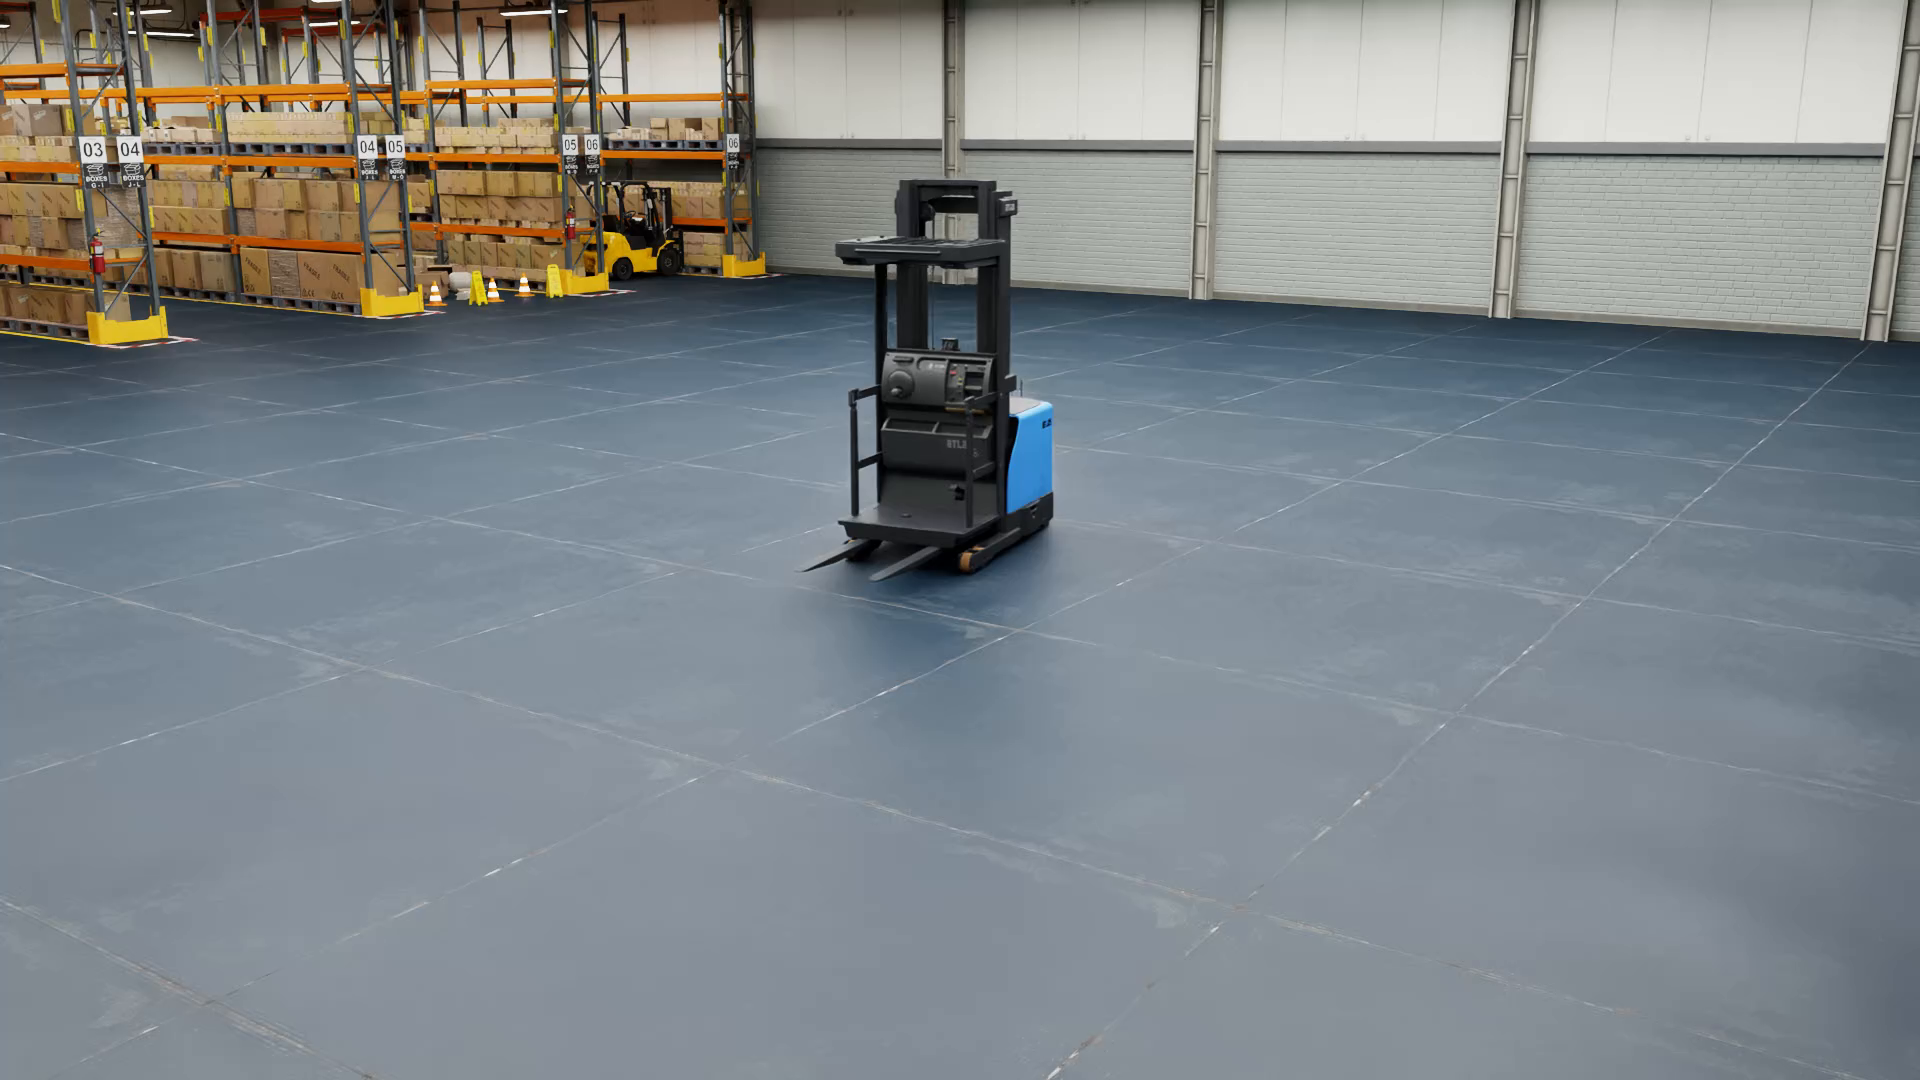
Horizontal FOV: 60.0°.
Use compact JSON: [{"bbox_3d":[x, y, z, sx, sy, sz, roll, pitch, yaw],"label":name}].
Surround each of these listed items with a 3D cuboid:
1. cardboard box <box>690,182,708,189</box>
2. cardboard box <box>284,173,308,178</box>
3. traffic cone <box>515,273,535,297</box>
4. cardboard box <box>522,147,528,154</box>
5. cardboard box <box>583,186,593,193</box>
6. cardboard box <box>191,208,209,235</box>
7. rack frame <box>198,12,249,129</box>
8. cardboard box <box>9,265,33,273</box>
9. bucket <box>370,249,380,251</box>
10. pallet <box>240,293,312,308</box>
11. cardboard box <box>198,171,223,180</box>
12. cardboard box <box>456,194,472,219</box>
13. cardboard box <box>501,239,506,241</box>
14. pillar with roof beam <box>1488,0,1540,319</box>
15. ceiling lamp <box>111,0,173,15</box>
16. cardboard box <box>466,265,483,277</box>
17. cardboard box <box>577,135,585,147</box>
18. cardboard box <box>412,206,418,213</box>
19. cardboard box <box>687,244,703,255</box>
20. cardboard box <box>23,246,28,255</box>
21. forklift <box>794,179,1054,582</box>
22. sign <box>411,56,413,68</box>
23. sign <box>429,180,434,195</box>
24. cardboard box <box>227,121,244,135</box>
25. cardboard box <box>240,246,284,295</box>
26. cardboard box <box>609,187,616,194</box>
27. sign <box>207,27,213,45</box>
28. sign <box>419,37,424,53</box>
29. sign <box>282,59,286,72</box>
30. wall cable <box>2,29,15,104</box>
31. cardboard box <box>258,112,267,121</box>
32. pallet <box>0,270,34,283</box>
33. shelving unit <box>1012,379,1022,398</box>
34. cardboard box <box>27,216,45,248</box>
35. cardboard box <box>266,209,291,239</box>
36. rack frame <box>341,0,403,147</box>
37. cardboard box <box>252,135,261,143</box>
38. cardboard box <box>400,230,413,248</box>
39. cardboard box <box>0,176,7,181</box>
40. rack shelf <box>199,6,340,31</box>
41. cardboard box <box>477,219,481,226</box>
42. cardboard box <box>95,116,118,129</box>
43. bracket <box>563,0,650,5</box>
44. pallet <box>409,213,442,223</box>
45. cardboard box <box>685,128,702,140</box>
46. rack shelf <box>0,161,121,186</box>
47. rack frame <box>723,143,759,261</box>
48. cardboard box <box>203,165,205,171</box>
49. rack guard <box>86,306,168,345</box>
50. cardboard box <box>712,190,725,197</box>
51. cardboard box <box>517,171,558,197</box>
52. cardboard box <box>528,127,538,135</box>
[{"bbox_3d":[-6.078,-8.255,38.749,0.250,0.149,0.380,9,17,33],"label":"cardboard box"},{"bbox_3d":[-15.454,-8.337,38.970,0.500,0.500,0.500,10,17,34],"label":"cardboard box"},{"bbox_3d":[-8.888,-5.215,33.926,0.334,0.463,0.336,9,17,33],"label":"traffic cone"},{"bbox_3d":[-8.862,-8.088,34.536,0.250,0.149,0.380,9,17,33],"label":"cardboard box"},{"bbox_3d":[-8.994,-8.568,40.636,0.250,0.149,0.380,9,16,32],"label":"cardboard box"},{"bbox_3d":[-14.810,-6.315,32.882,0.500,0.500,0.500,9,17,32],"label":"cardboard box"},{"bbox_3d":[-17.768,-11.167,40.208,0.127,3.000,1.000,9,17,33],"label":"rack frame"},{"bbox_3d":[-20.962,-6.059,37.117,0.250,0.149,0.380,9,17,34],"label":"cardboard box"},{"bbox_3d":[-12.409,-5.772,34.547,0.726,0.611,0.620,-10,7,-35],"label":"bucket"},{"bbox_3d":[-13.221,-4.710,32.413,1.213,0.211,1.003,9,17,33],"label":"pallet"},{"bbox_3d":[-18.314,-8.797,40.829,0.500,0.500,0.500,9,17,32],"label":"cardboard box"},{"bbox_3d":[-10.491,-7.198,35.831,0.500,0.500,0.500,9,17,33],"label":"cardboard box"},{"bbox_3d":[-10.066,-6.322,36.406,0.500,0.500,0.500,10,17,34],"label":"cardboard box"},{"bbox_3d":[7.415,-7.549,25.591,0.400,9.000,9.100,9,17,33],"label":"pillar with roof beam"},{"bbox_3d":[-18.295,-13.453,37.295,2.000,3.185,0.800,9,17,33],"label":"ceiling lamp"},{"bbox_3d":[-10.342,-5.849,36.057,0.500,0.250,0.500,10,17,36],"label":"cardboard box"},{"bbox_3d":[-8.079,-8.294,34.536,0.500,0.250,0.500,9,16,32],"label":"cardboard box"},{"bbox_3d":[-11.920,-7.317,36.788,0.250,0.149,0.380,9,16,31],"label":"cardboard box"},{"bbox_3d":[-6.032,-6.820,38.940,0.500,0.250,0.500,9,17,32],"label":"cardboard box"},{"bbox_3d":[-15.165,-4.773,27.383,0.250,0.149,0.380,9,17,33],"label":"cardboard box"},{"bbox_3d":[-0.268,-1.281,12.899,1.130,2.935,3.031,6,15,24],"label":"forklift"},{"bbox_3d":[-14.696,-12.799,44.526,0.005,0.325,0.100,9,17,33],"label":"sign"},{"bbox_3d":[-11.437,-7.633,36.006,0.005,0.325,0.100,9,17,33],"label":"sign"},{"bbox_3d":[-13.559,-7.840,31.622,0.500,0.250,0.500,9,17,33],"label":"cardboard box"},{"bbox_3d":[-13.326,-5.256,32.360,0.875,0.875,0.875,9,17,34],"label":"cardboard box"},{"bbox_3d":[-8.245,-8.441,40.120,0.250,0.149,0.380,9,16,32],"label":"cardboard box"},{"bbox_3d":[-14.102,-9.476,31.266,0.005,0.325,0.100,9,17,33],"label":"sign"},{"bbox_3d":[-11.435,-10.513,35.292,0.005,0.325,0.100,9,17,33],"label":"sign"},{"bbox_3d":[-18.623,-13.077,45.816,0.005,0.325,0.100,9,17,33],"label":"sign"},{"bbox_3d":[-25.964,-12.410,45.229,0.029,3.000,0.463,9,17,33],"label":"wall cable"},{"bbox_3d":[-12.849,-7.902,31.042,0.250,0.149,0.380,9,17,33],"label":"cardboard box"},{"bbox_3d":[-21.024,-5.984,37.557,1.213,0.211,1.003,9,17,33],"label":"pallet"},{"bbox_3d":[0.409,-0.805,14.577,0.189,1.200,0.258,6,15,22],"label":"shelving unit"},{"bbox_3d":[-14.655,-5.061,27.198,0.500,0.500,0.875,9,17,33],"label":"cardboard box"},{"bbox_3d":[-12.644,-6.042,31.677,0.550,0.550,0.875,9,17,33],"label":"cardboard box"},{"bbox_3d":[-10.490,-8.557,29.665,0.127,3.000,1.000,9,17,33],"label":"rack frame"},{"bbox_3d":[-13.066,-7.550,31.278,0.250,0.149,0.380,9,16,32],"label":"cardboard box"},{"bbox_3d":[-14.725,-8.126,44.735,0.500,0.500,0.500,10,17,35],"label":"cardboard box"},{"bbox_3d":[-17.242,-5.836,29.033,1.000,1.000,1.000,9,17,33],"label":"cardboard box"},{"bbox_3d":[-16.108,-12.163,38.811,4.000,0.370,1.077,9,17,33],"label":"rack shelf"},{"bbox_3d":[-10.147,-6.831,35.700,0.250,0.149,0.380,9,17,33],"label":"cardboard box"},{"bbox_3d":[-17.608,-8.597,34.265,0.258,0.266,0.396,9,17,33],"label":"cardboard box"},{"bbox_3d":[-7.799,-12.899,39.712,4.783,0.066,0.076,9,17,33],"label":"bracket"},{"bbox_3d":[-11.683,-7.221,37.149,1.213,0.211,1.003,9,17,33],"label":"pallet"},{"bbox_3d":[-6.111,-9.364,38.362,0.258,0.266,0.396,9,17,33],"label":"cardboard box"},{"bbox_3d":[-15.001,-6.045,27.255,4.000,0.370,1.077,9,17,33],"label":"rack shelf"},{"bbox_3d":[-5.044,-7.636,38.427,0.127,3.000,1.000,9,17,33],"label":"rack frame"},{"bbox_3d":[-18.359,-9.139,40.859,0.250,0.149,0.380,10,17,34],"label":"cardboard box"},{"bbox_3d":[-13.405,-3.467,26.787,0.348,0.500,1.175,9,17,33],"label":"rack guard"},{"bbox_3d":[-5.488,-7.990,38.300,0.250,0.149,0.380,9,17,34],"label":"cardboard box"},{"bbox_3d":[-8.772,-7.418,34.641,0.500,0.500,0.700,9,17,33],"label":"cardboard box"},{"bbox_3d":[-8.671,-8.426,34.241,0.250,0.149,0.380,9,16,32],"label":"cardboard box"}]
